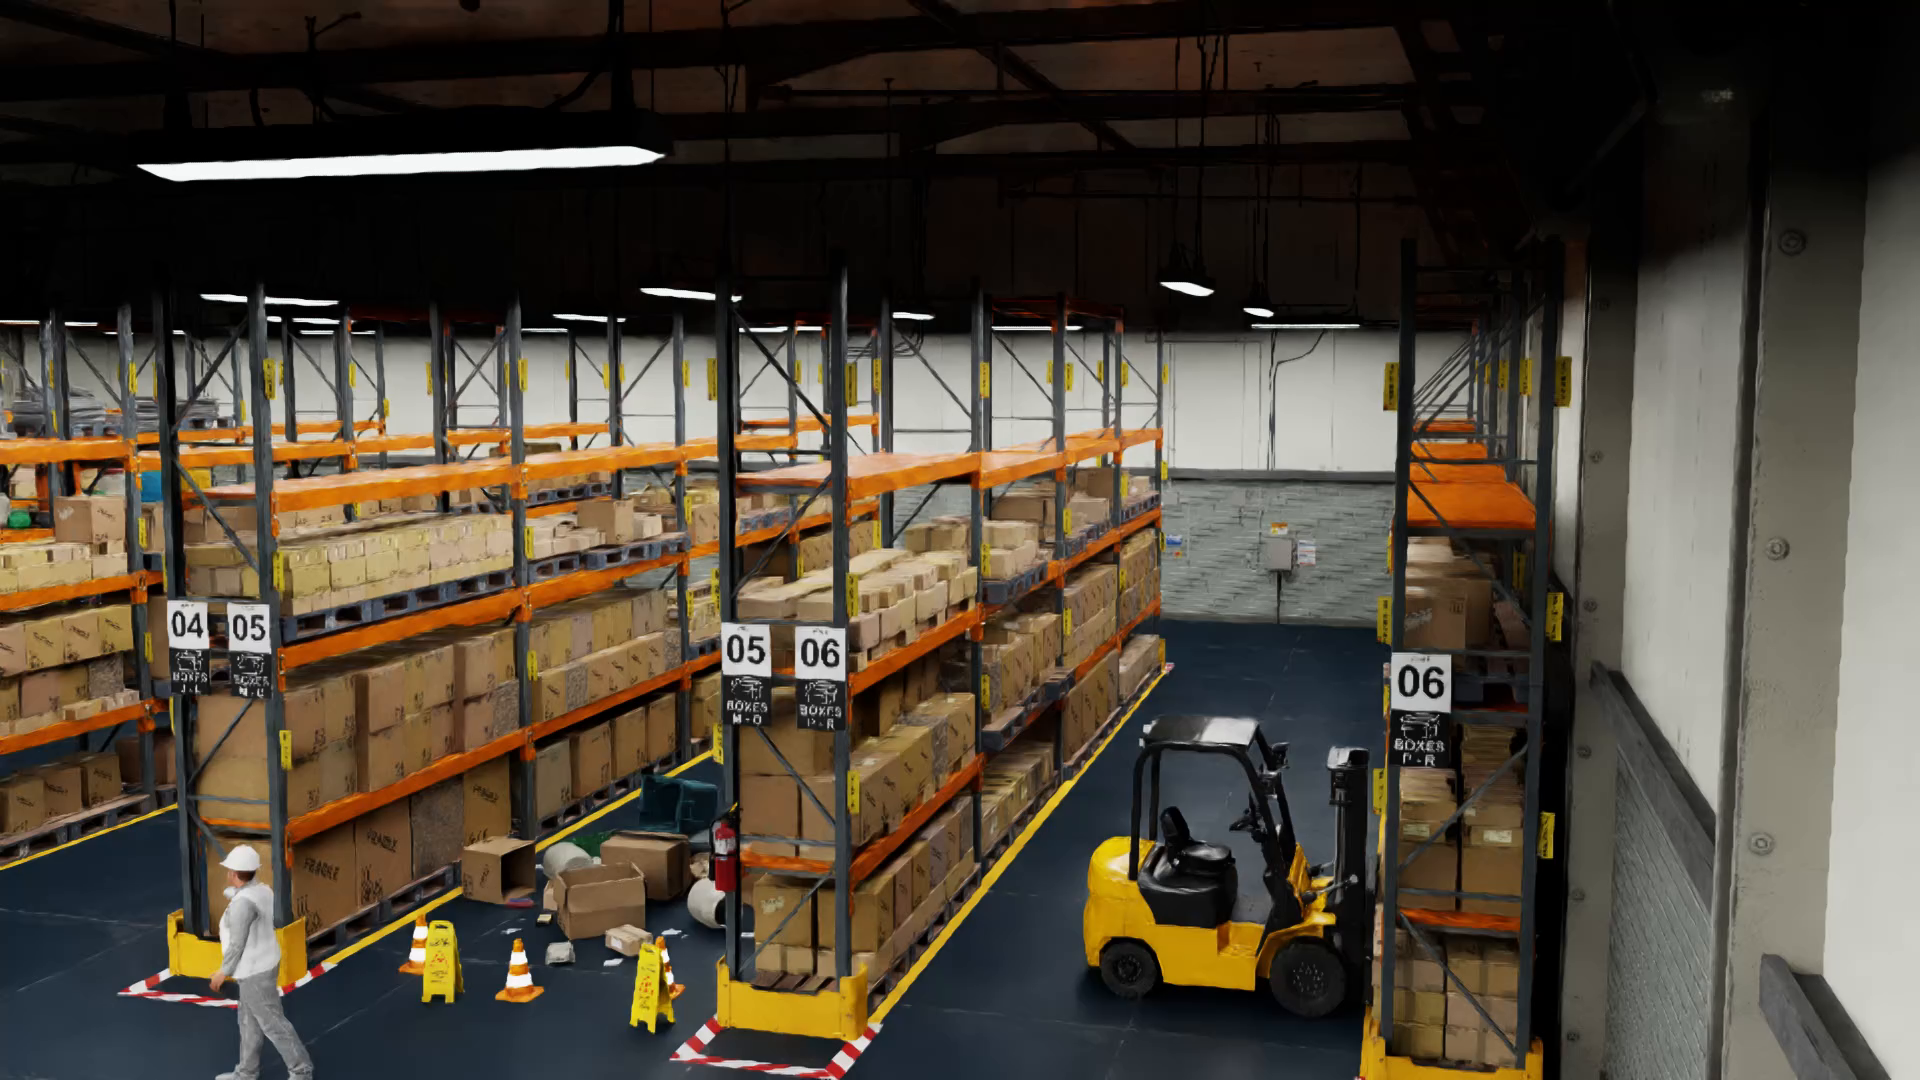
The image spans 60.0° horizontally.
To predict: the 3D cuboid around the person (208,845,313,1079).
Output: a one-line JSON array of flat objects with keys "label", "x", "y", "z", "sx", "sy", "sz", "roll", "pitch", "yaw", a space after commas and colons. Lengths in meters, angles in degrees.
[{"label": "person", "x": -4.996, "y": 3.046, "z": 11.836, "sx": 0.700, "sy": 1.769, "sz": 0.555, "roll": -1, "pitch": 6, "yaw": -12}]
